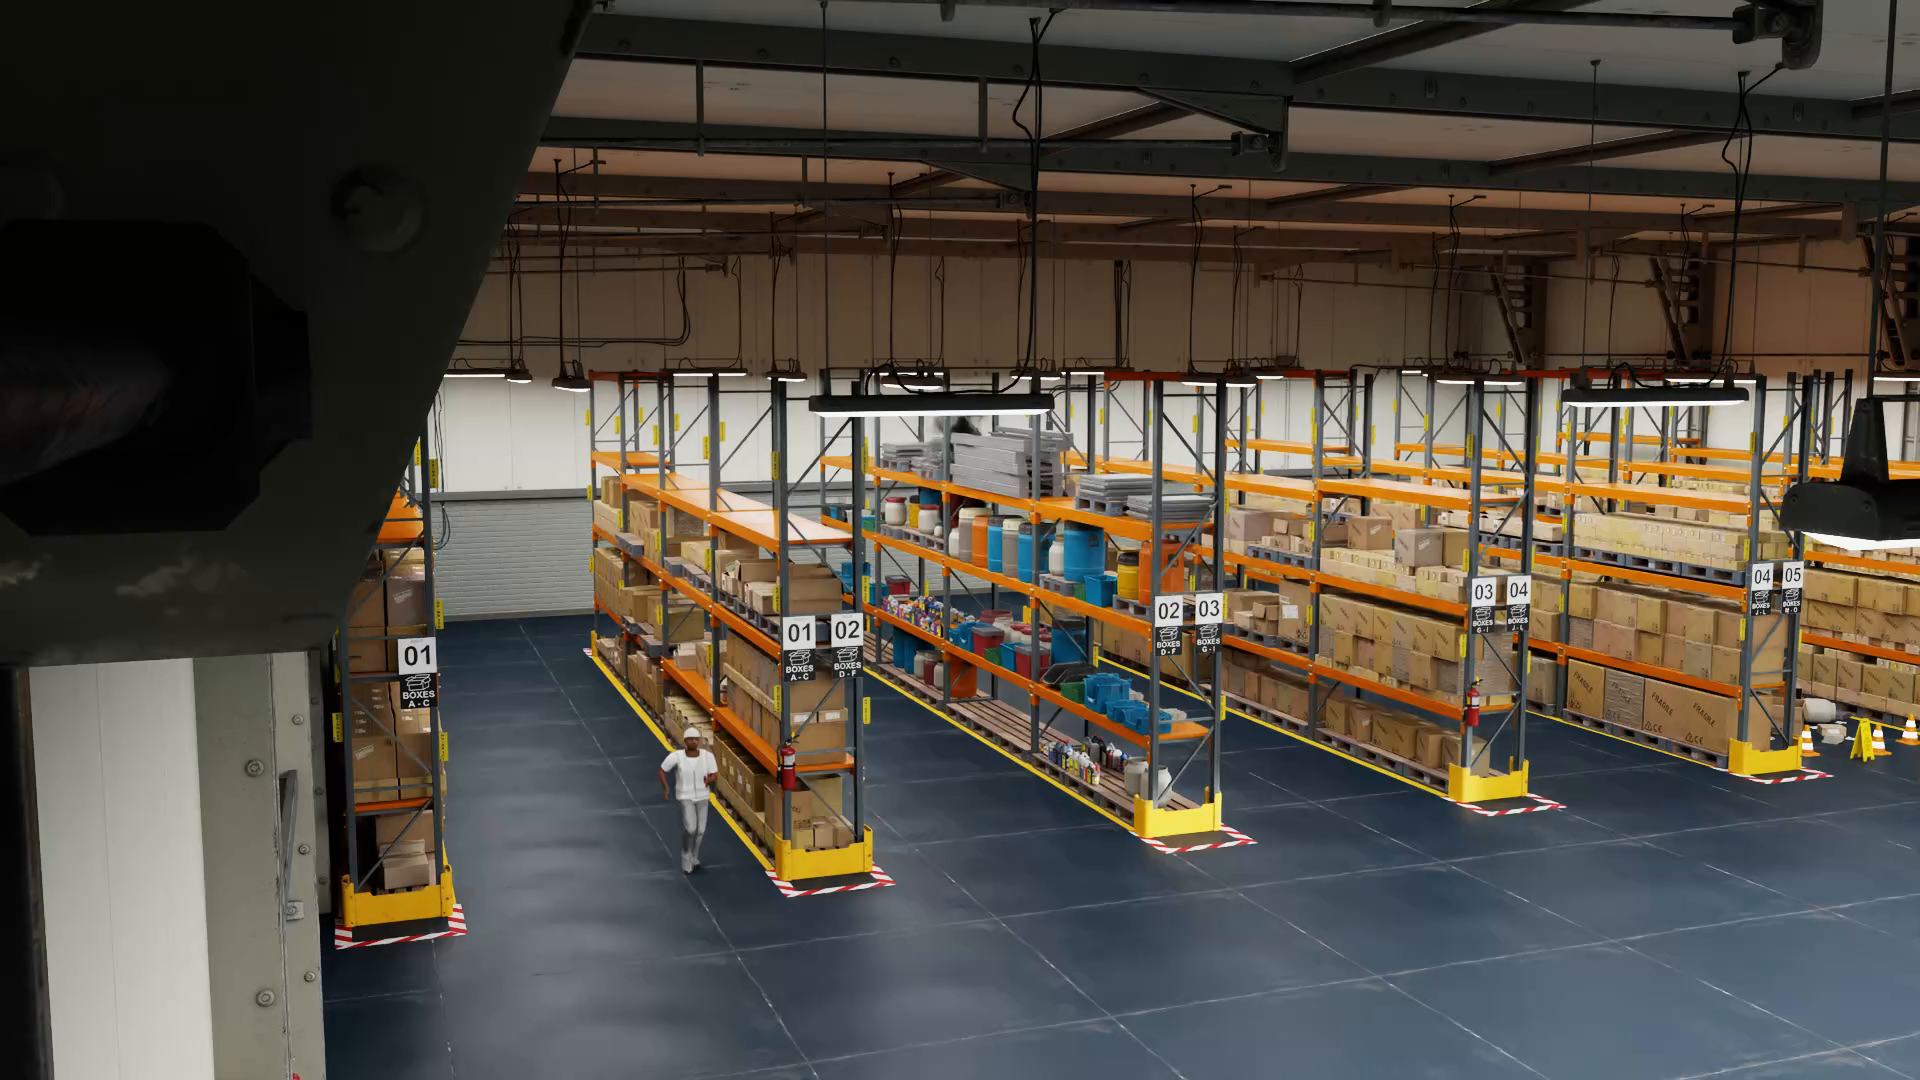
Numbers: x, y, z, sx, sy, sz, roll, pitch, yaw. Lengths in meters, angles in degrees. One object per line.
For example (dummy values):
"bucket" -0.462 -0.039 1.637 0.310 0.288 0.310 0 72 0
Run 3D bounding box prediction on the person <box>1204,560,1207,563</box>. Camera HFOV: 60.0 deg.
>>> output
"person" 5.538 1.239 38.444 0.636 1.614 0.629 -1 6 -11

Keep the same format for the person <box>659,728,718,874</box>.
"person" -3.284 3.197 20.404 0.675 1.775 0.657 -3 7 -26
